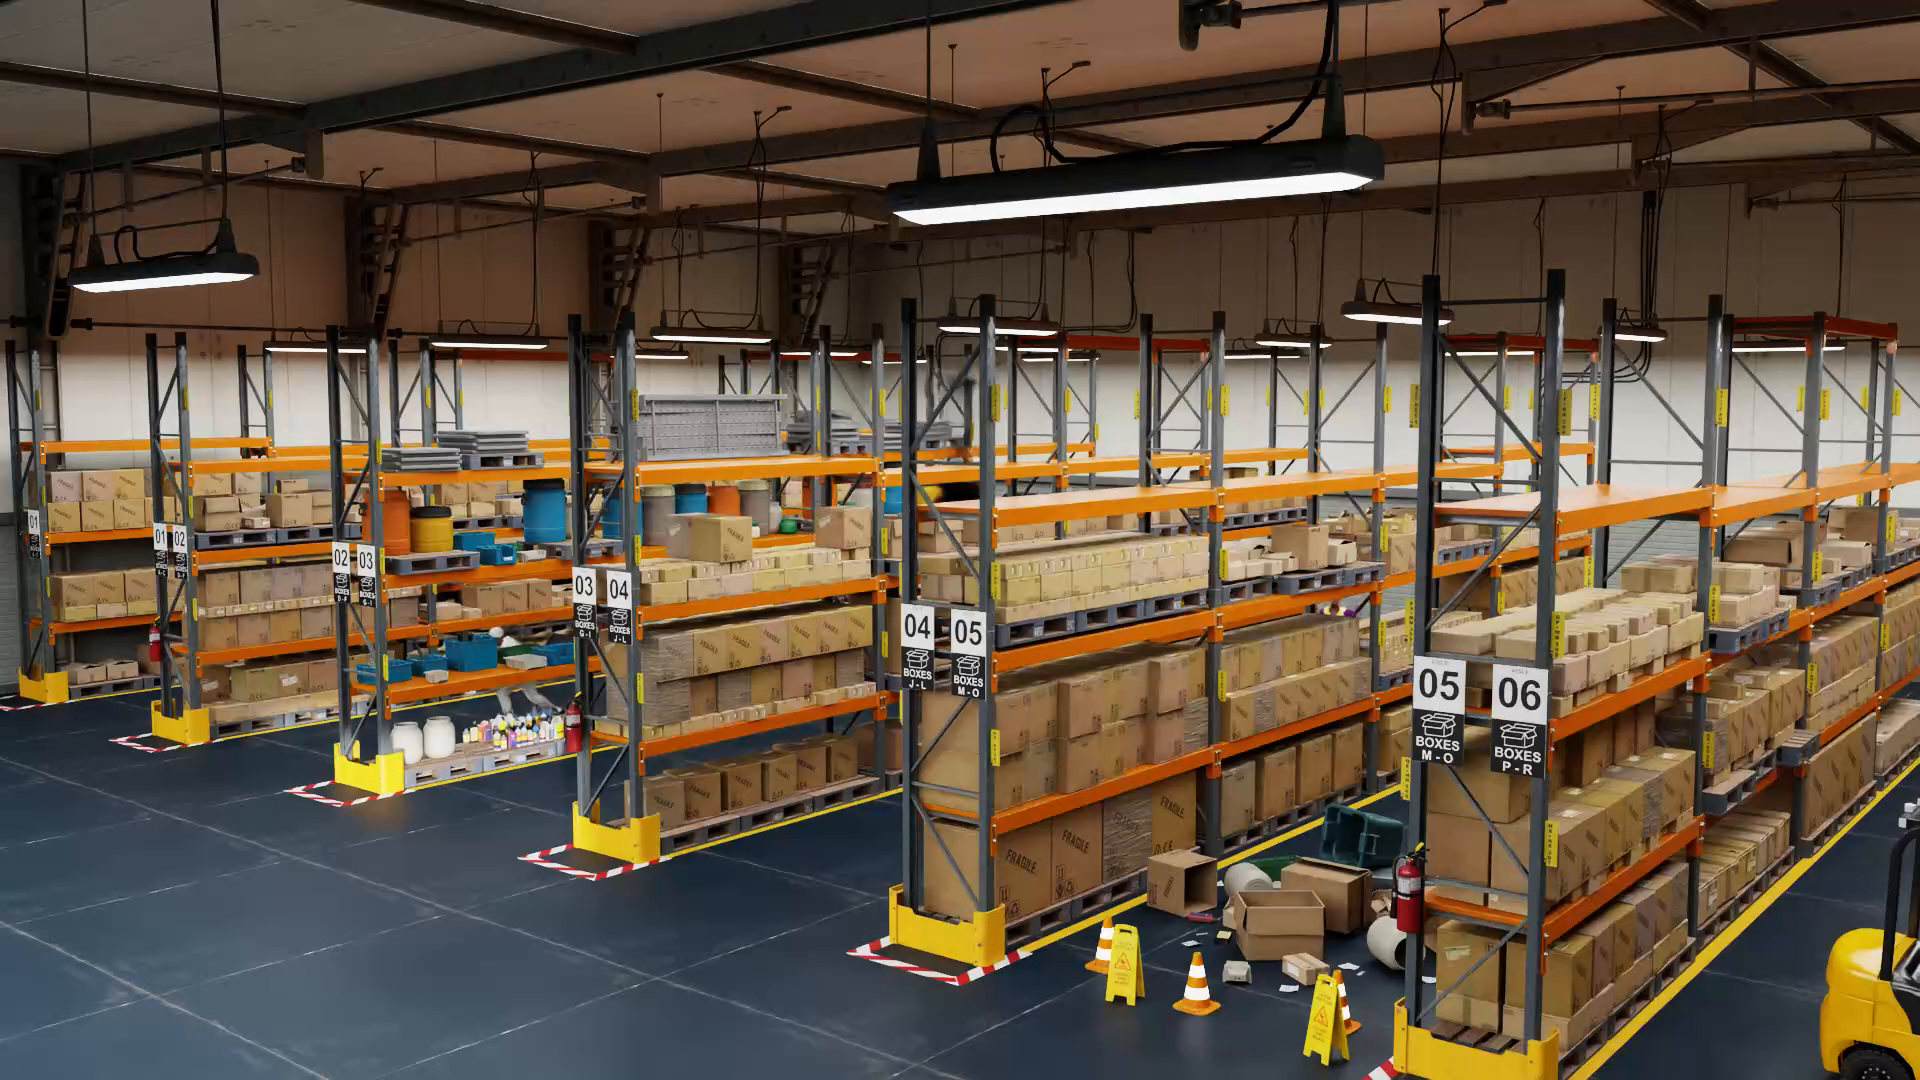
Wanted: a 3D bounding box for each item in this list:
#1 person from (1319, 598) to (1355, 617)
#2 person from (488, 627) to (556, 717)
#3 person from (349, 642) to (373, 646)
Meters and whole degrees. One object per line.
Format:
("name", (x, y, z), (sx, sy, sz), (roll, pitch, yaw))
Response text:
("person", (6.426, 1.748, 28.487), (0.706, 1.757, 0.823), (3, 6, 31))
("person", (-6.664, 2.079, 25.376), (1.126, 1.589, 0.719), (-3, 6, -29))
("person", (-10.450, 1.698, 28.925), (0.700, 1.722, 0.672), (2, 6, 24))
